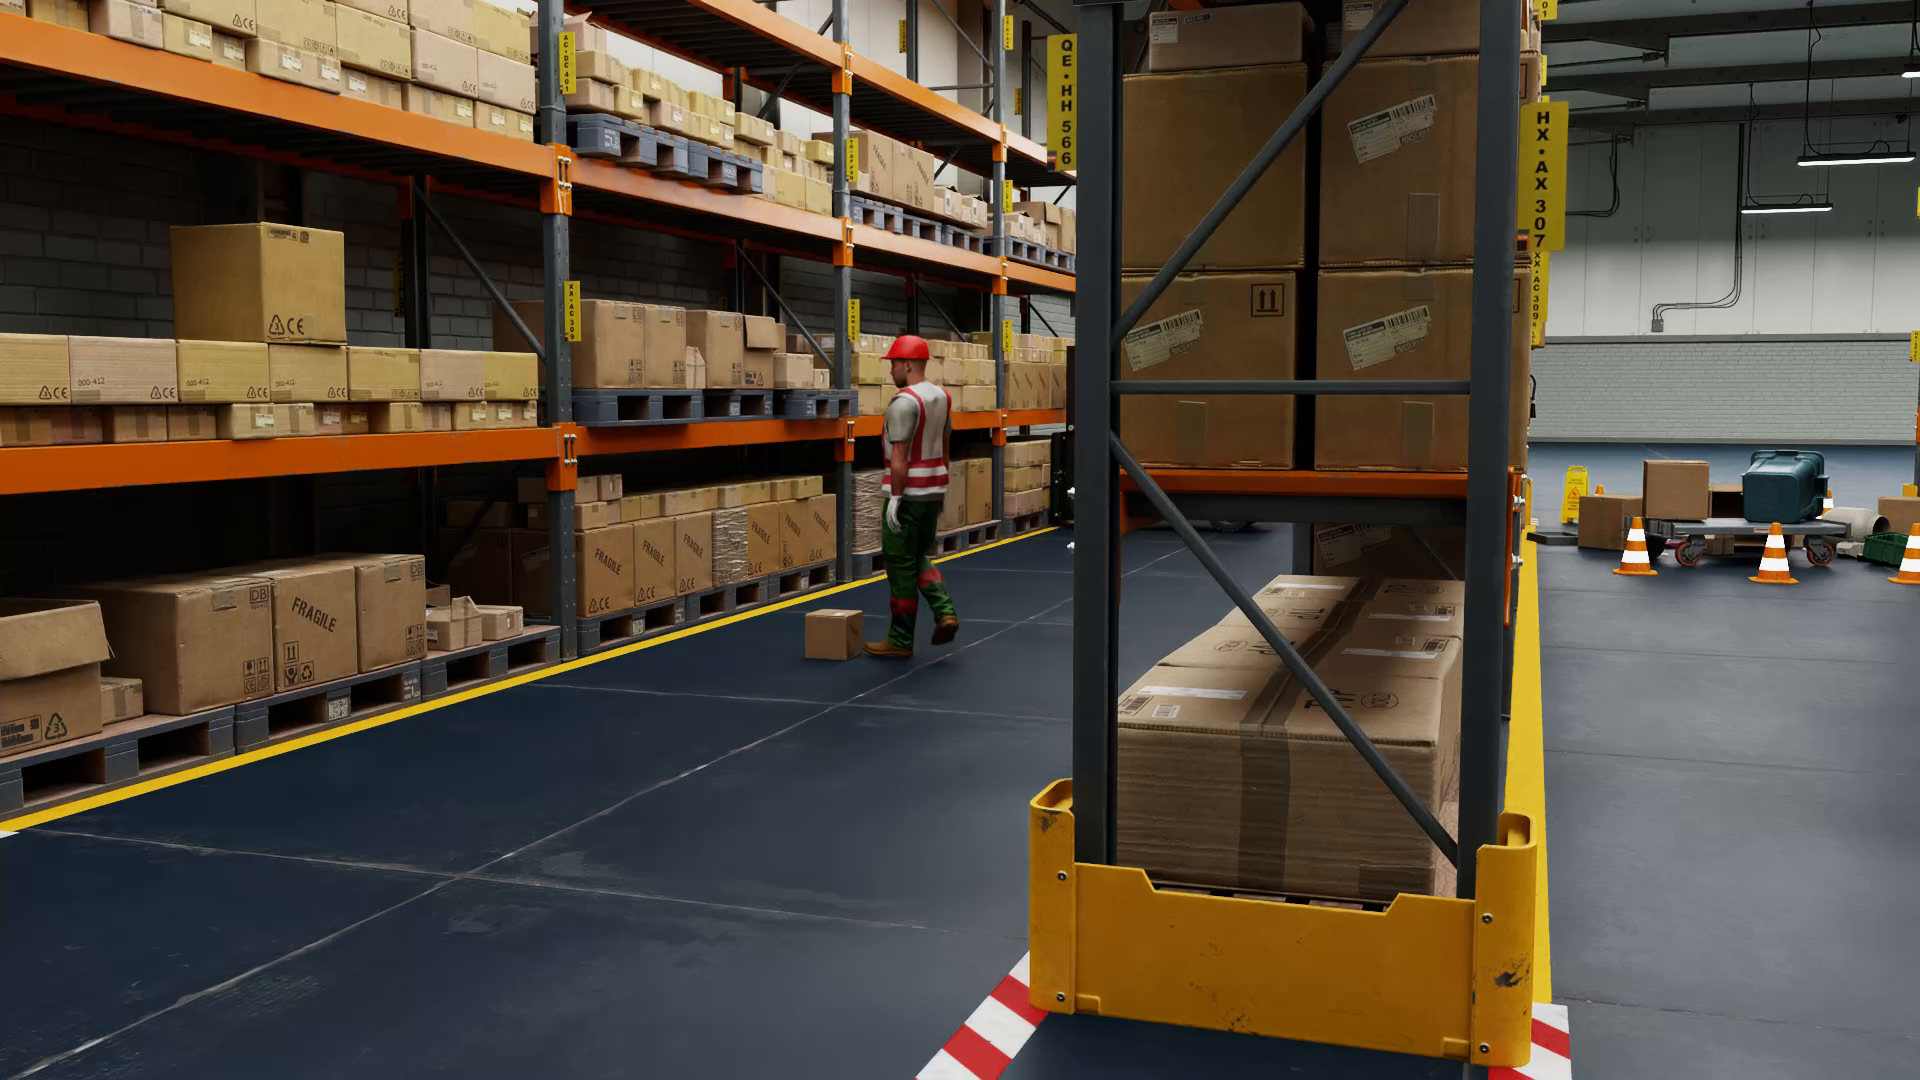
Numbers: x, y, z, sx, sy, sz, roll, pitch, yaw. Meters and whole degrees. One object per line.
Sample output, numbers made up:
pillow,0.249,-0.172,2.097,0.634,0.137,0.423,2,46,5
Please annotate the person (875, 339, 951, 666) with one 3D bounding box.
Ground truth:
person,-0.261,-0.213,9.196,0.344,1.783,0.525,2,5,20
